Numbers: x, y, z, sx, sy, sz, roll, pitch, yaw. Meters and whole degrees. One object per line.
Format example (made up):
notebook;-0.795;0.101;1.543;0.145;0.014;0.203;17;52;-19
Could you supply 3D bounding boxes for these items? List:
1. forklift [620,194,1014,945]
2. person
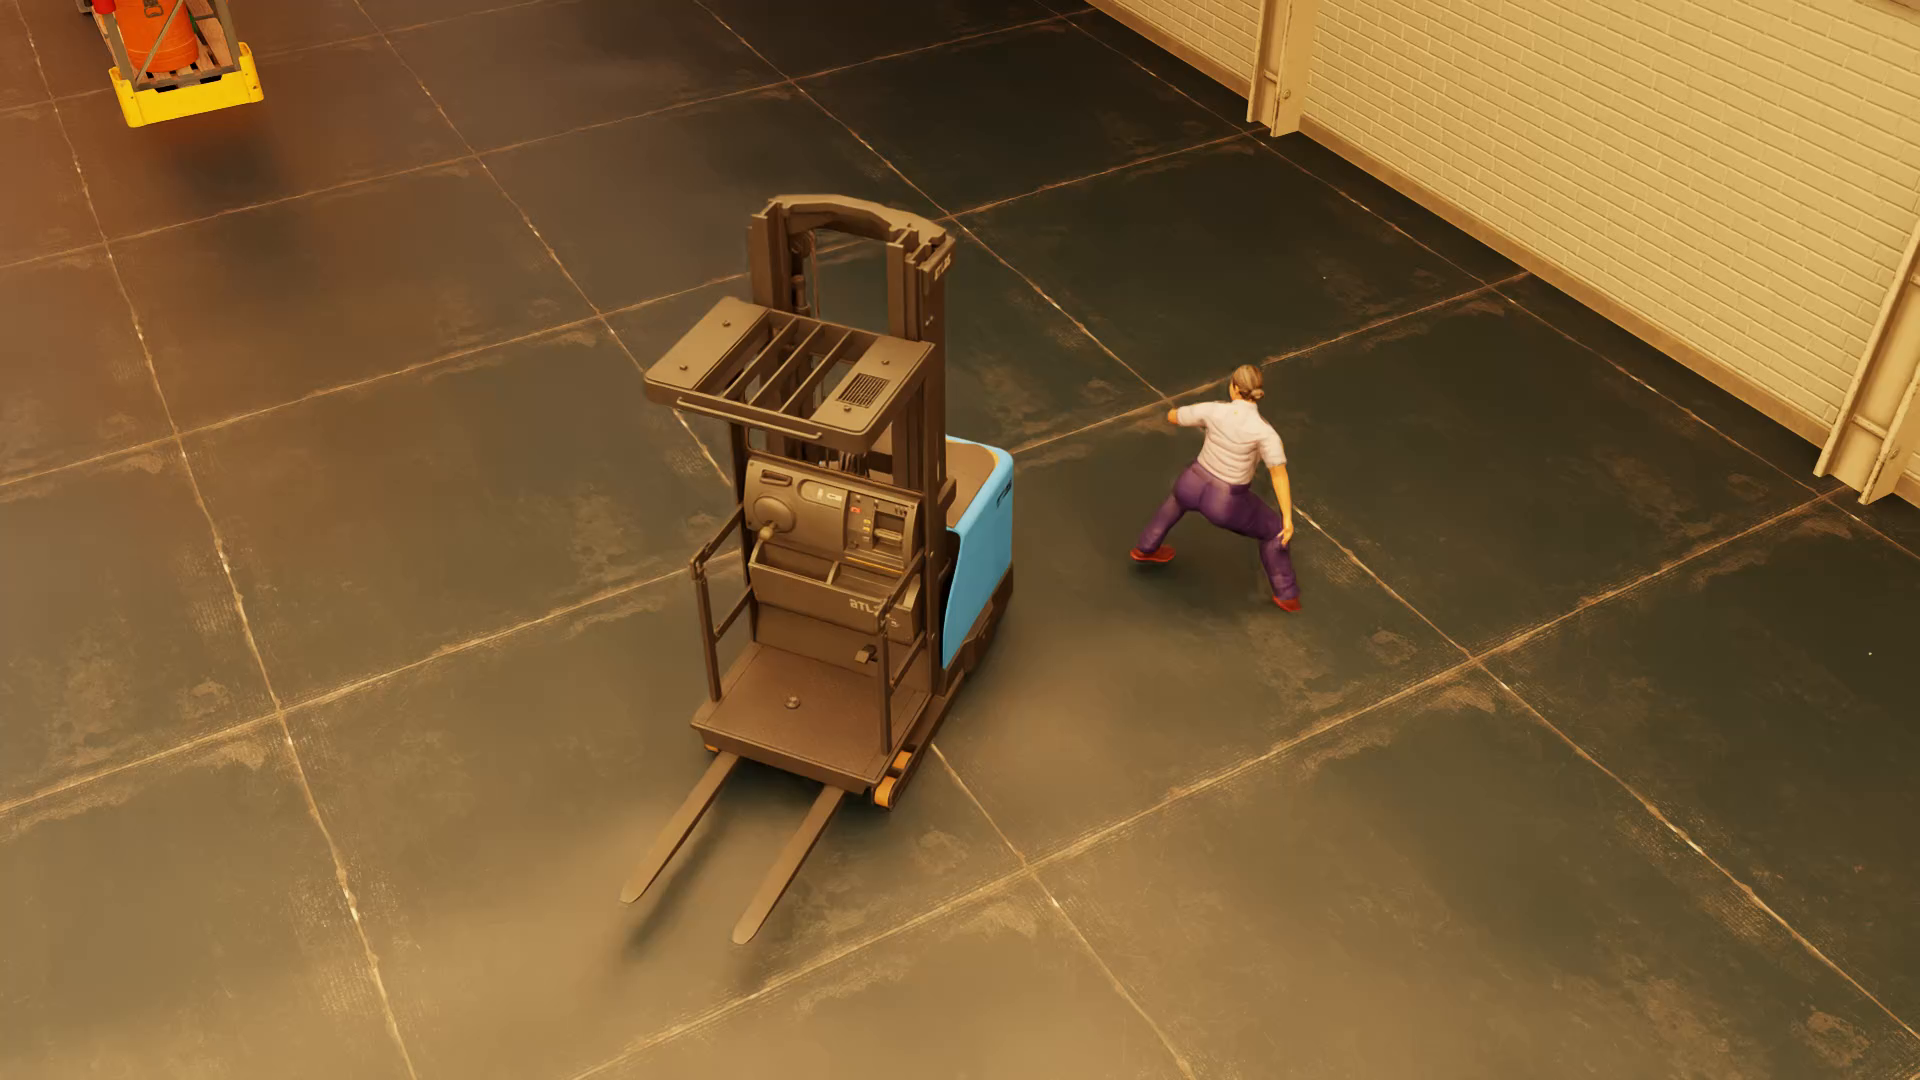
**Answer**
forklift;-0.726;-0.049;8.096;1.130;2.935;3.031;15;42;17
person;1.565;-0.244;9.575;1.036;1.585;0.528;29;48;30
